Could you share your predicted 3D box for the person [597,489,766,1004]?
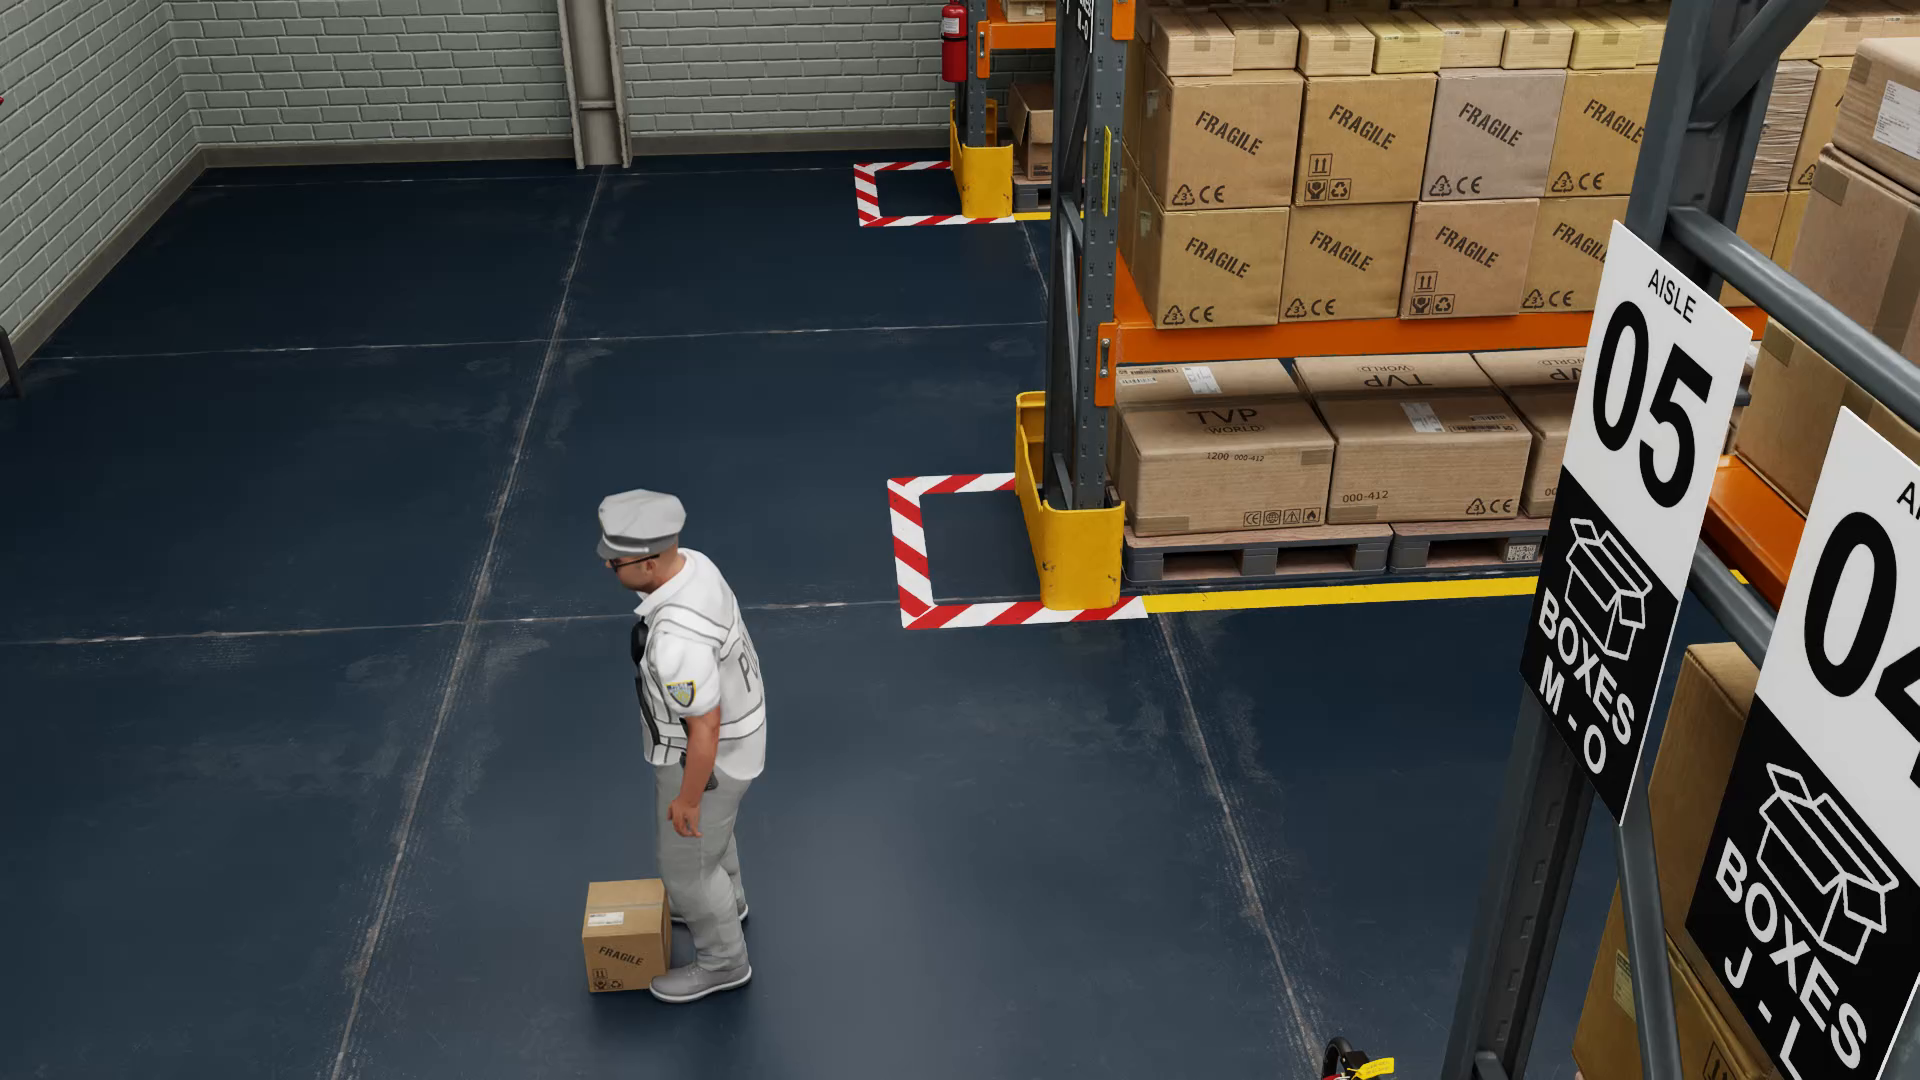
[{"bbox_3d":[-0.805,0.629,5.075,0.436,1.746,0.589,-4,31,-7],"label":"person"}]
